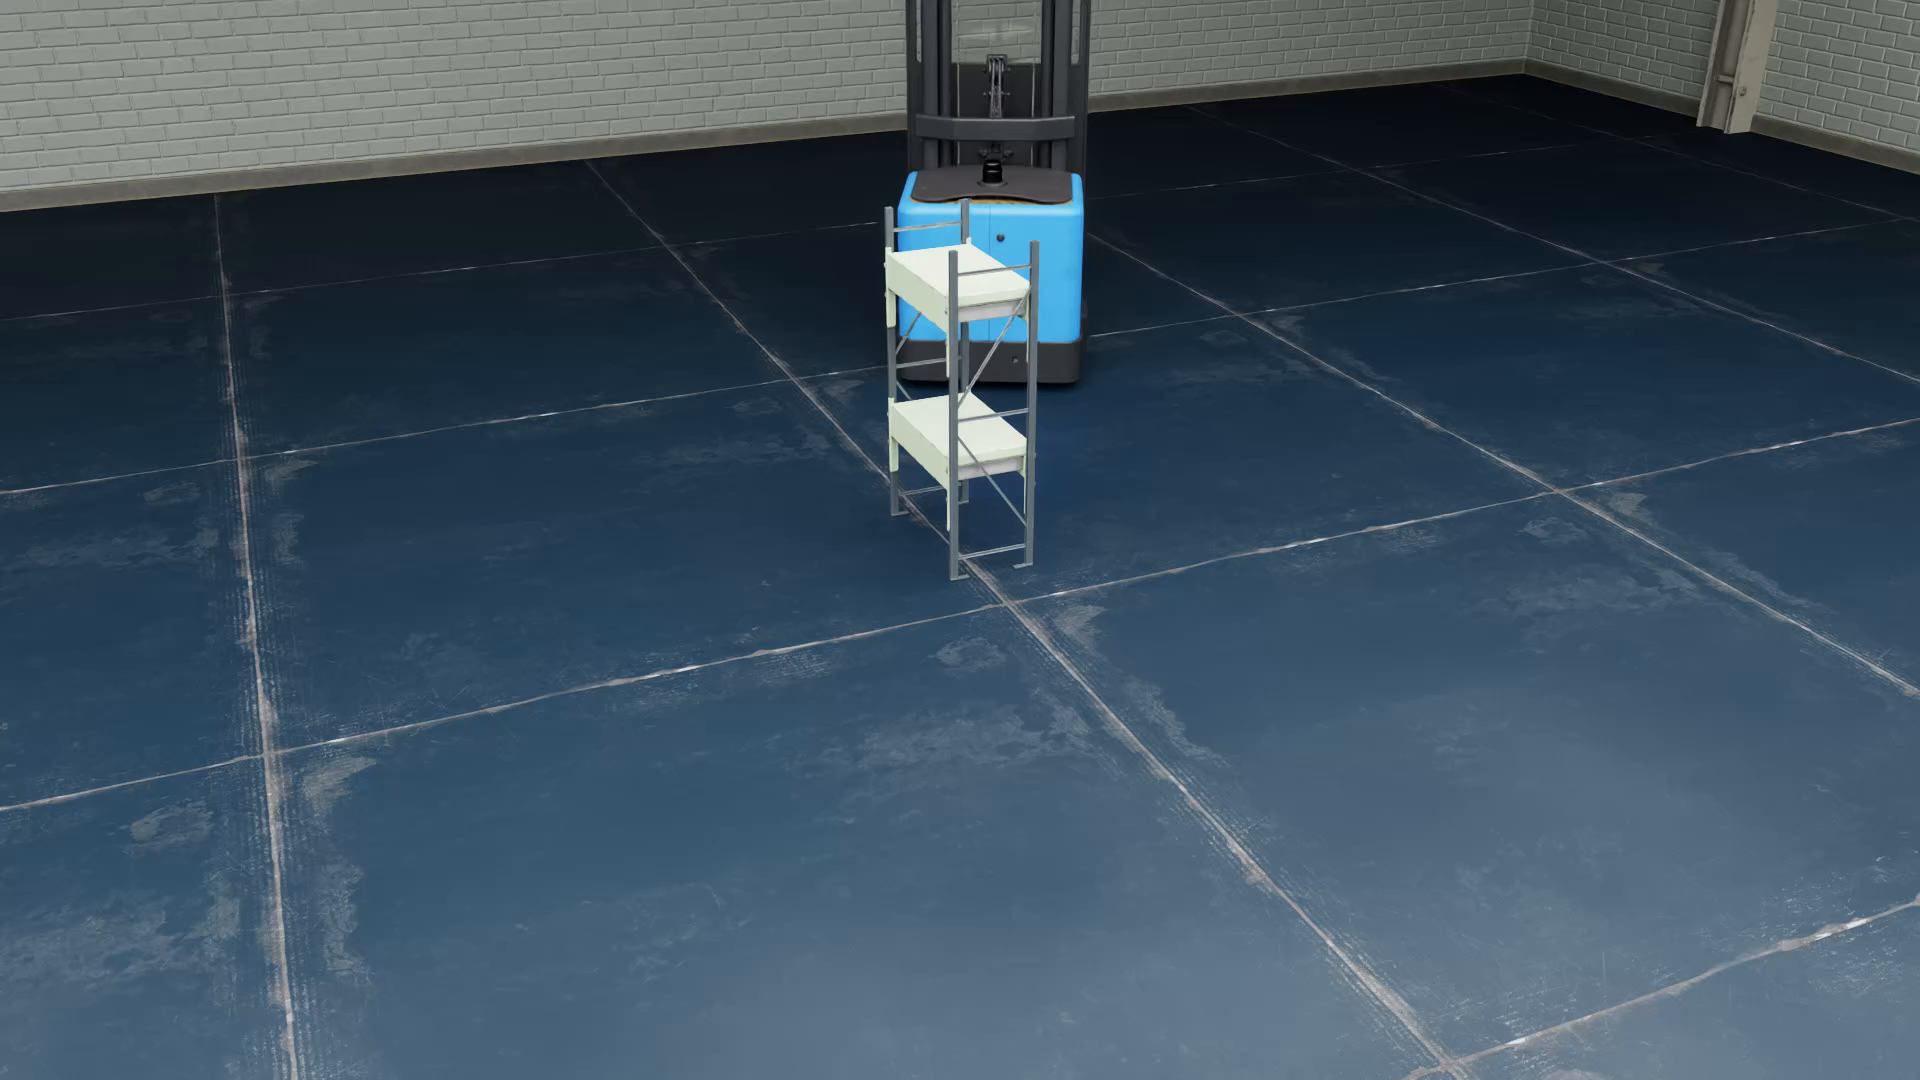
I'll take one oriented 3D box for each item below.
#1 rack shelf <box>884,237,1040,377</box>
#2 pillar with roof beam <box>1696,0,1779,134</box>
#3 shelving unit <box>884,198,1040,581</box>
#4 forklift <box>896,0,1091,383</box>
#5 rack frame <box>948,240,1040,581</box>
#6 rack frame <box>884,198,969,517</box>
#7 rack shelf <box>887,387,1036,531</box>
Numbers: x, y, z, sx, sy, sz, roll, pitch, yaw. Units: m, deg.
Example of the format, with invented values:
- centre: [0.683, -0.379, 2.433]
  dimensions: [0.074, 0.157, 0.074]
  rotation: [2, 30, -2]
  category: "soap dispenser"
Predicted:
- centre: [-0.003, -1.027, 7.255]
  dimensions: [0.431, 0.370, 0.720]
  rotation: [-11, 28, -21]
  category: "rack shelf"
- centre: [3.262, -7.199, 12.239]
  dimensions: [9.100, 9.000, 0.400]
  rotation: [-11, 28, -21]
  category: "pillar with roof beam"
- centre: [-0.003, -0.677, 7.426]
  dimensions: [0.431, 1.500, 0.755]
  rotation: [-11, 28, -21]
  category: "shelving unit"
- centre: [0.236, -2.811, 10.167]
  dimensions: [1.130, 2.935, 3.031]
  rotation: [1, 26, 3]
  category: "forklift"
- centre: [0.141, -0.529, 7.124]
  dimensions: [0.400, 1.500, 0.023]
  rotation: [-11, 28, -21]
  category: "rack frame"
- centre: [-0.146, -0.824, 7.729]
  dimensions: [0.400, 1.500, 0.023]
  rotation: [-11, 28, -21]
  category: "rack frame"
- centre: [-0.003, -0.384, 7.569]
  dimensions: [0.431, 0.370, 0.720]
  rotation: [-11, 28, -21]
  category: "rack shelf"
